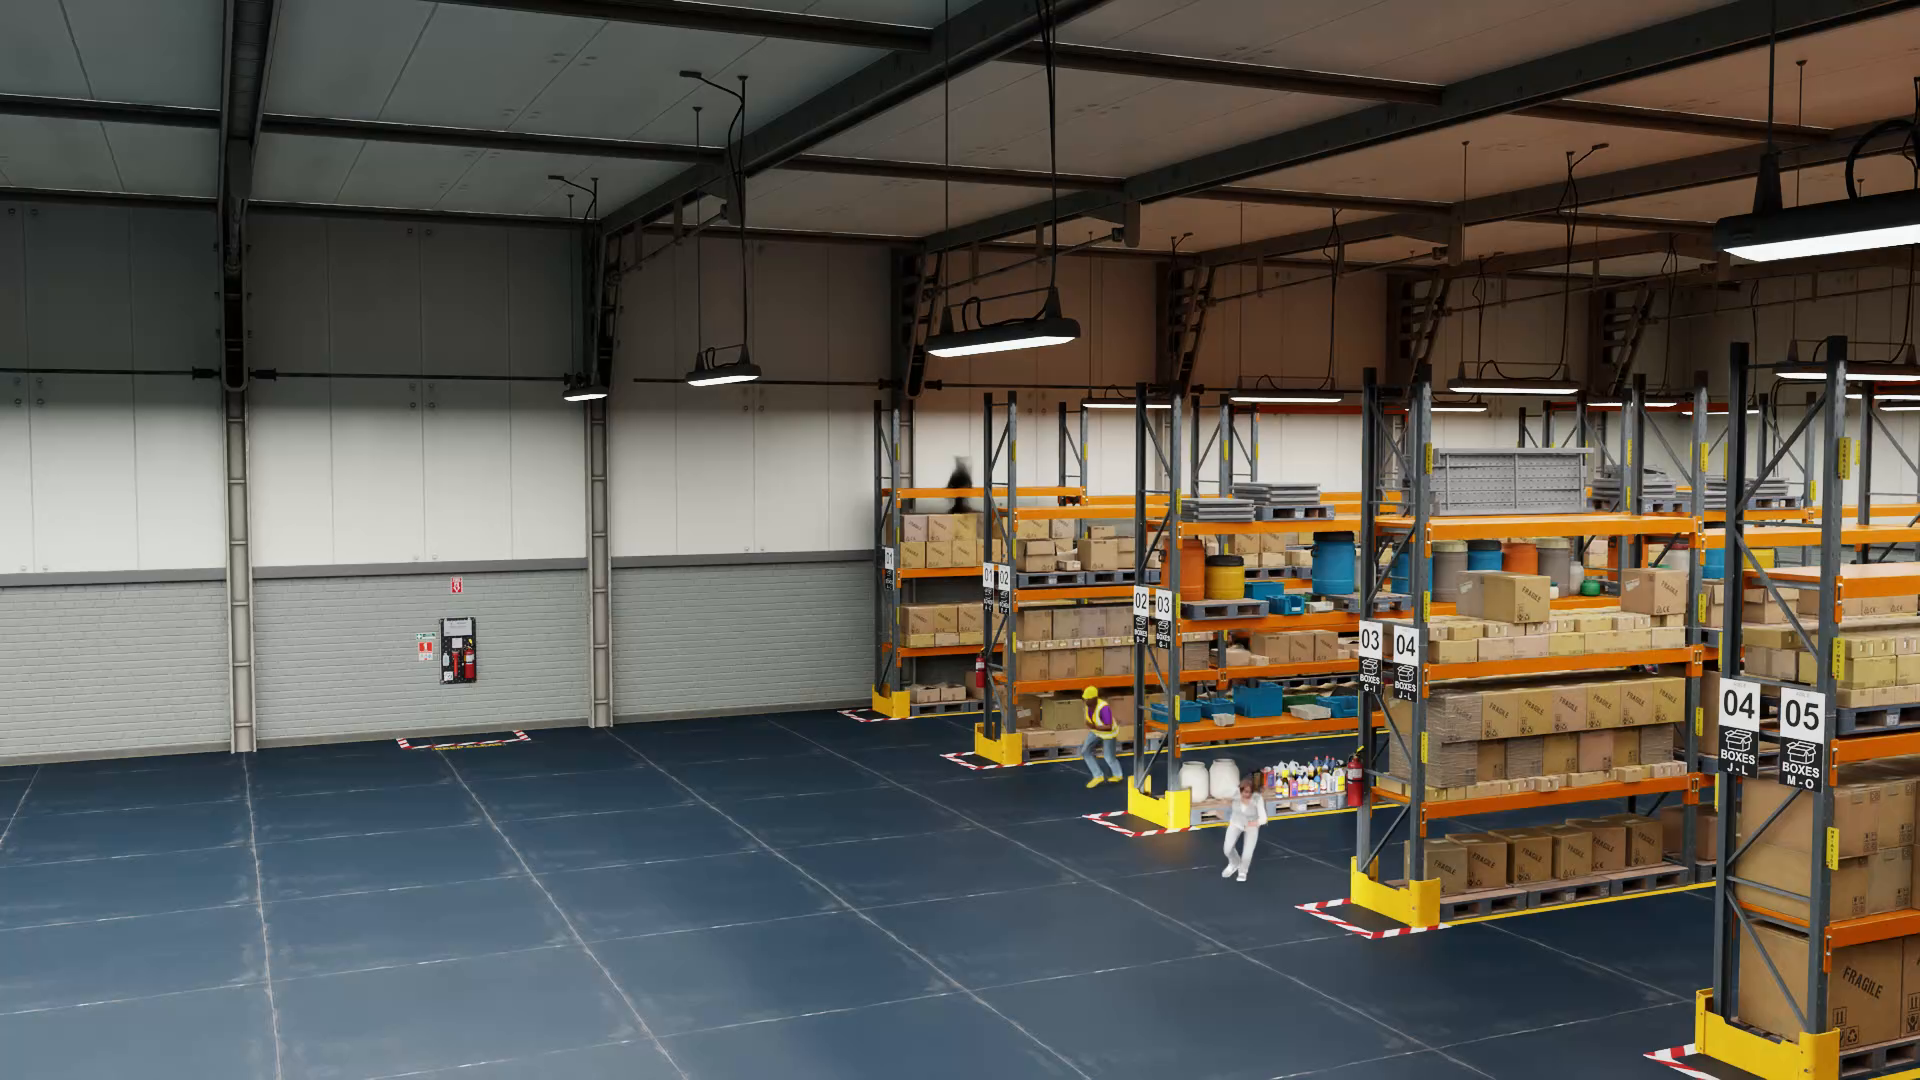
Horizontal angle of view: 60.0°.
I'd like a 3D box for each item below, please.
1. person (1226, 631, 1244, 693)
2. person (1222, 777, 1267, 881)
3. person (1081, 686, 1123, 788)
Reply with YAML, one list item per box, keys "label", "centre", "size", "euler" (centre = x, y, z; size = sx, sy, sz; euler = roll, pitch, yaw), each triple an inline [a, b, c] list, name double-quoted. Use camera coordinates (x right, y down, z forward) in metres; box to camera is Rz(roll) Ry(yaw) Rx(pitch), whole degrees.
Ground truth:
- label: "person"
  centre: [5.152, 2.521, 31.275]
  size: [0.735, 1.619, 0.550]
  euler: [-1, 4, -19]
- label: "person"
  centre: [3.278, 3.361, 19.280]
  size: [0.584, 1.340, 0.896]
  euler: [1, 3, 17]
- label: "person"
  centre: [2.131, 2.916, 24.821]
  size: [0.693, 1.559, 1.115]
  euler: [3, 5, 44]
